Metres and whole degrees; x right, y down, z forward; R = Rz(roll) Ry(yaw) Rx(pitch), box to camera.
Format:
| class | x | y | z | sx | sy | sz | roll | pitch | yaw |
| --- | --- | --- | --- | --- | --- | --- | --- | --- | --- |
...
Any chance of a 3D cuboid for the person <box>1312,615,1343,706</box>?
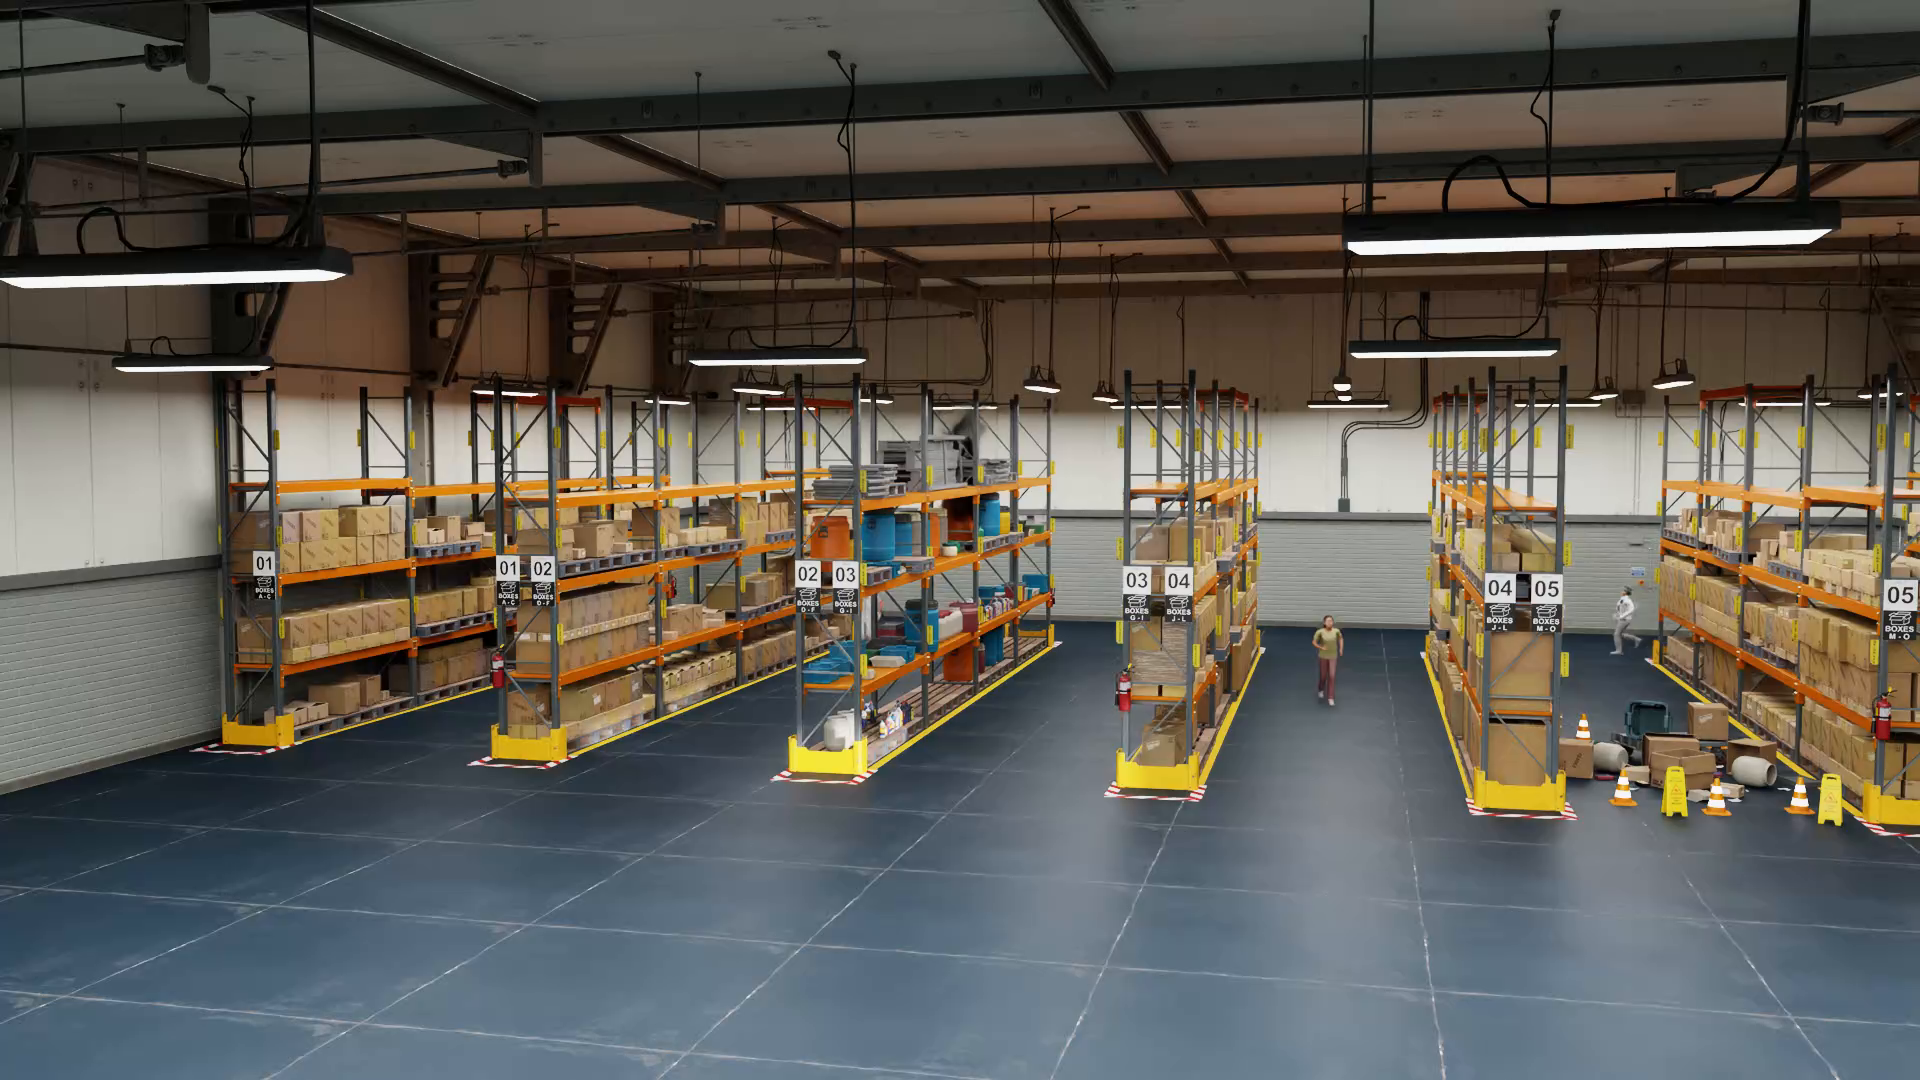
| class | x | y | z | sx | sy | sz | roll | pitch | yaw |
| --- | --- | --- | --- | --- | --- | --- | --- | --- | --- |
| person | 7.013 | 2.265 | 31.709 | 0.598 | 1.688 | 0.848 | 0 | 3 | 3 |

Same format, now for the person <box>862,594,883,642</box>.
| class | x | y | z | sx | sy | sz | roll | pitch | yaw |
| --- | --- | --- | --- | --- | --- | --- | --- | --- | --- |
| person | -2.074 | 1.762 | 36.586 | 0.683 | 1.775 | 0.609 | 0 | 3 | 8 |

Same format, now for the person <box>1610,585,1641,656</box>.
| class | x | y | z | sx | sy | sz | roll | pitch | yaw |
| --- | --- | --- | --- | --- | --- | --- | --- | --- | --- |
| person | 15.487 | 1.861 | 38.632 | 0.693 | 1.667 | 0.621 | 1 | 4 | 15 |

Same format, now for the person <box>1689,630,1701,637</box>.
| class | x | y | z | sx | sy | sz | roll | pitch | yaw |
| --- | --- | --- | --- | --- | --- | --- | --- | --- | --- |
| person | 16.932 | 1.899 | 38.202 | 0.613 | 1.622 | 0.481 | -3 | 4 | -40 |
